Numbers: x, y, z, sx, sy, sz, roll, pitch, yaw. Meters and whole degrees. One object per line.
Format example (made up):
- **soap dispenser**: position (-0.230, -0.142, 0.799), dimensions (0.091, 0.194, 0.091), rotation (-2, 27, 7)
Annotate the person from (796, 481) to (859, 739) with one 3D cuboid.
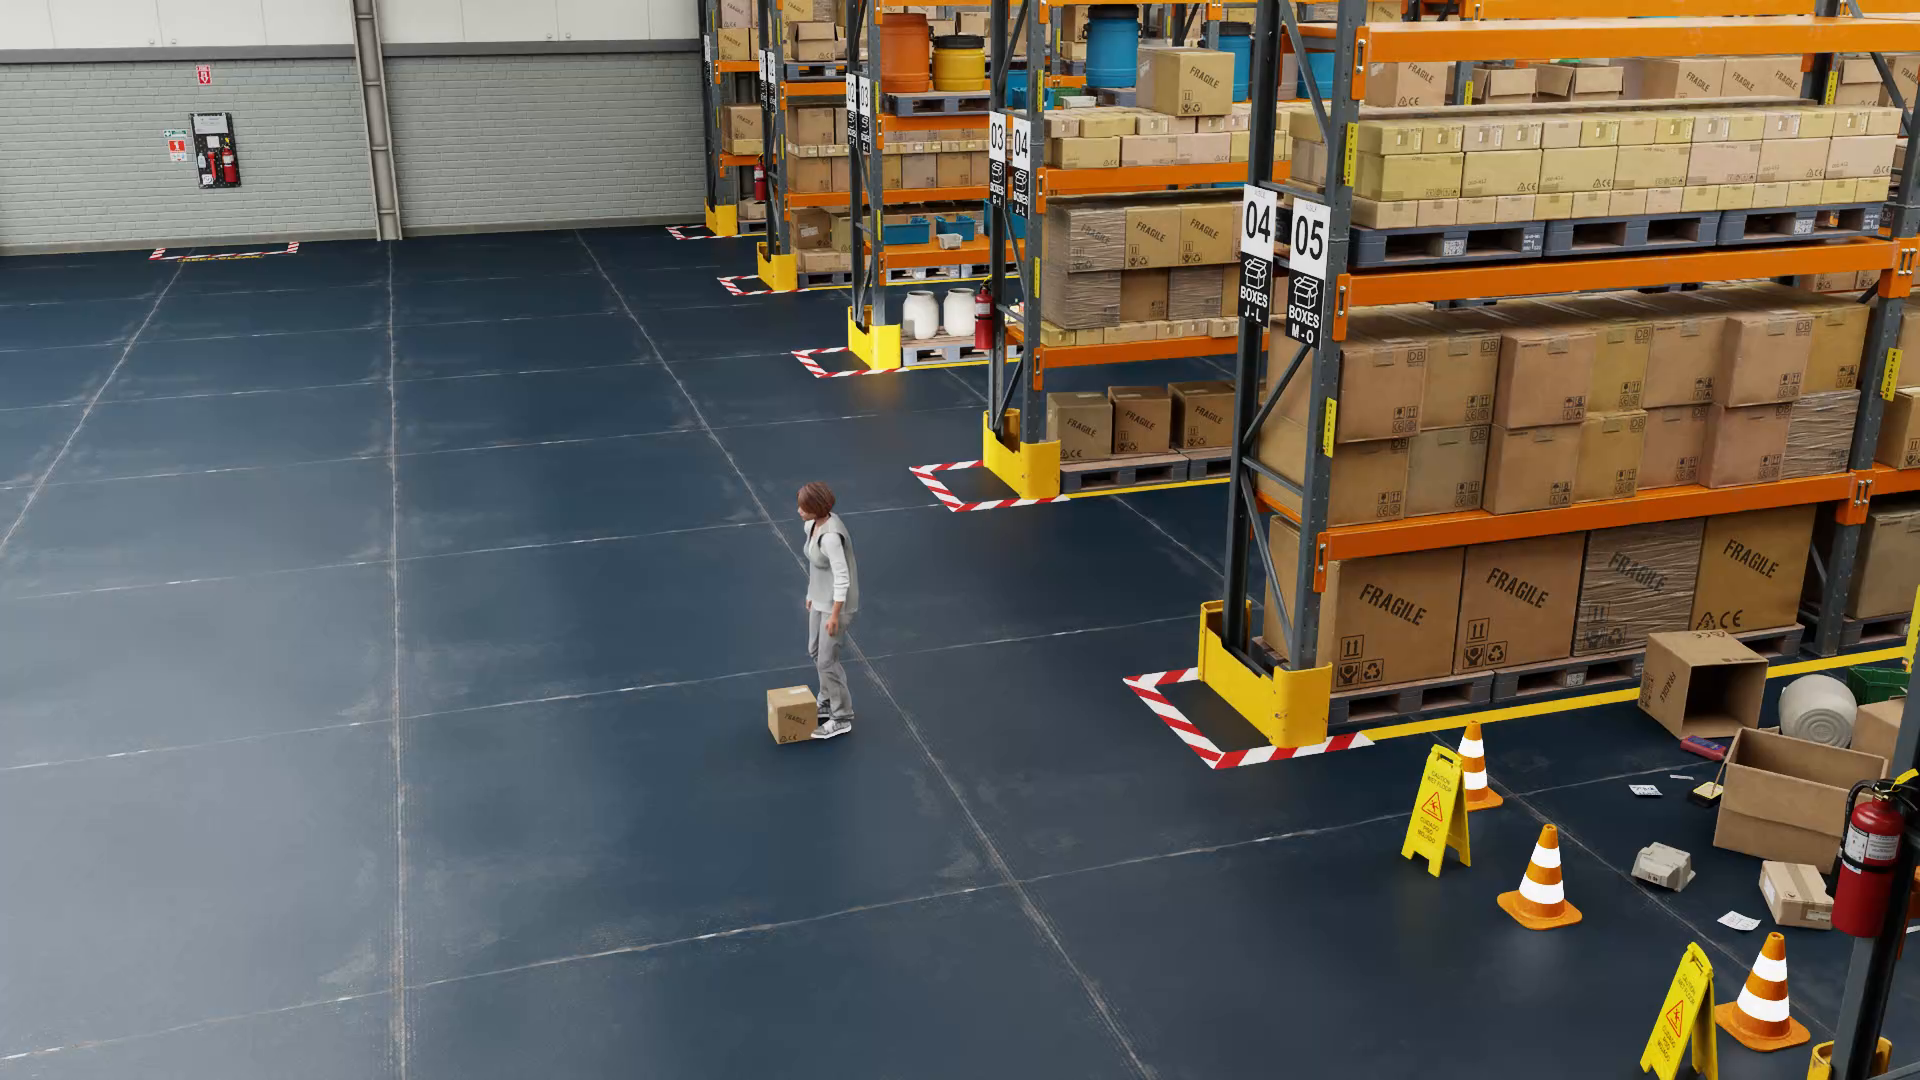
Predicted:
- **person**: position (-0.795, 0.406, 9.958), dimensions (0.342, 1.582, 0.485), rotation (-8, 21, -20)
